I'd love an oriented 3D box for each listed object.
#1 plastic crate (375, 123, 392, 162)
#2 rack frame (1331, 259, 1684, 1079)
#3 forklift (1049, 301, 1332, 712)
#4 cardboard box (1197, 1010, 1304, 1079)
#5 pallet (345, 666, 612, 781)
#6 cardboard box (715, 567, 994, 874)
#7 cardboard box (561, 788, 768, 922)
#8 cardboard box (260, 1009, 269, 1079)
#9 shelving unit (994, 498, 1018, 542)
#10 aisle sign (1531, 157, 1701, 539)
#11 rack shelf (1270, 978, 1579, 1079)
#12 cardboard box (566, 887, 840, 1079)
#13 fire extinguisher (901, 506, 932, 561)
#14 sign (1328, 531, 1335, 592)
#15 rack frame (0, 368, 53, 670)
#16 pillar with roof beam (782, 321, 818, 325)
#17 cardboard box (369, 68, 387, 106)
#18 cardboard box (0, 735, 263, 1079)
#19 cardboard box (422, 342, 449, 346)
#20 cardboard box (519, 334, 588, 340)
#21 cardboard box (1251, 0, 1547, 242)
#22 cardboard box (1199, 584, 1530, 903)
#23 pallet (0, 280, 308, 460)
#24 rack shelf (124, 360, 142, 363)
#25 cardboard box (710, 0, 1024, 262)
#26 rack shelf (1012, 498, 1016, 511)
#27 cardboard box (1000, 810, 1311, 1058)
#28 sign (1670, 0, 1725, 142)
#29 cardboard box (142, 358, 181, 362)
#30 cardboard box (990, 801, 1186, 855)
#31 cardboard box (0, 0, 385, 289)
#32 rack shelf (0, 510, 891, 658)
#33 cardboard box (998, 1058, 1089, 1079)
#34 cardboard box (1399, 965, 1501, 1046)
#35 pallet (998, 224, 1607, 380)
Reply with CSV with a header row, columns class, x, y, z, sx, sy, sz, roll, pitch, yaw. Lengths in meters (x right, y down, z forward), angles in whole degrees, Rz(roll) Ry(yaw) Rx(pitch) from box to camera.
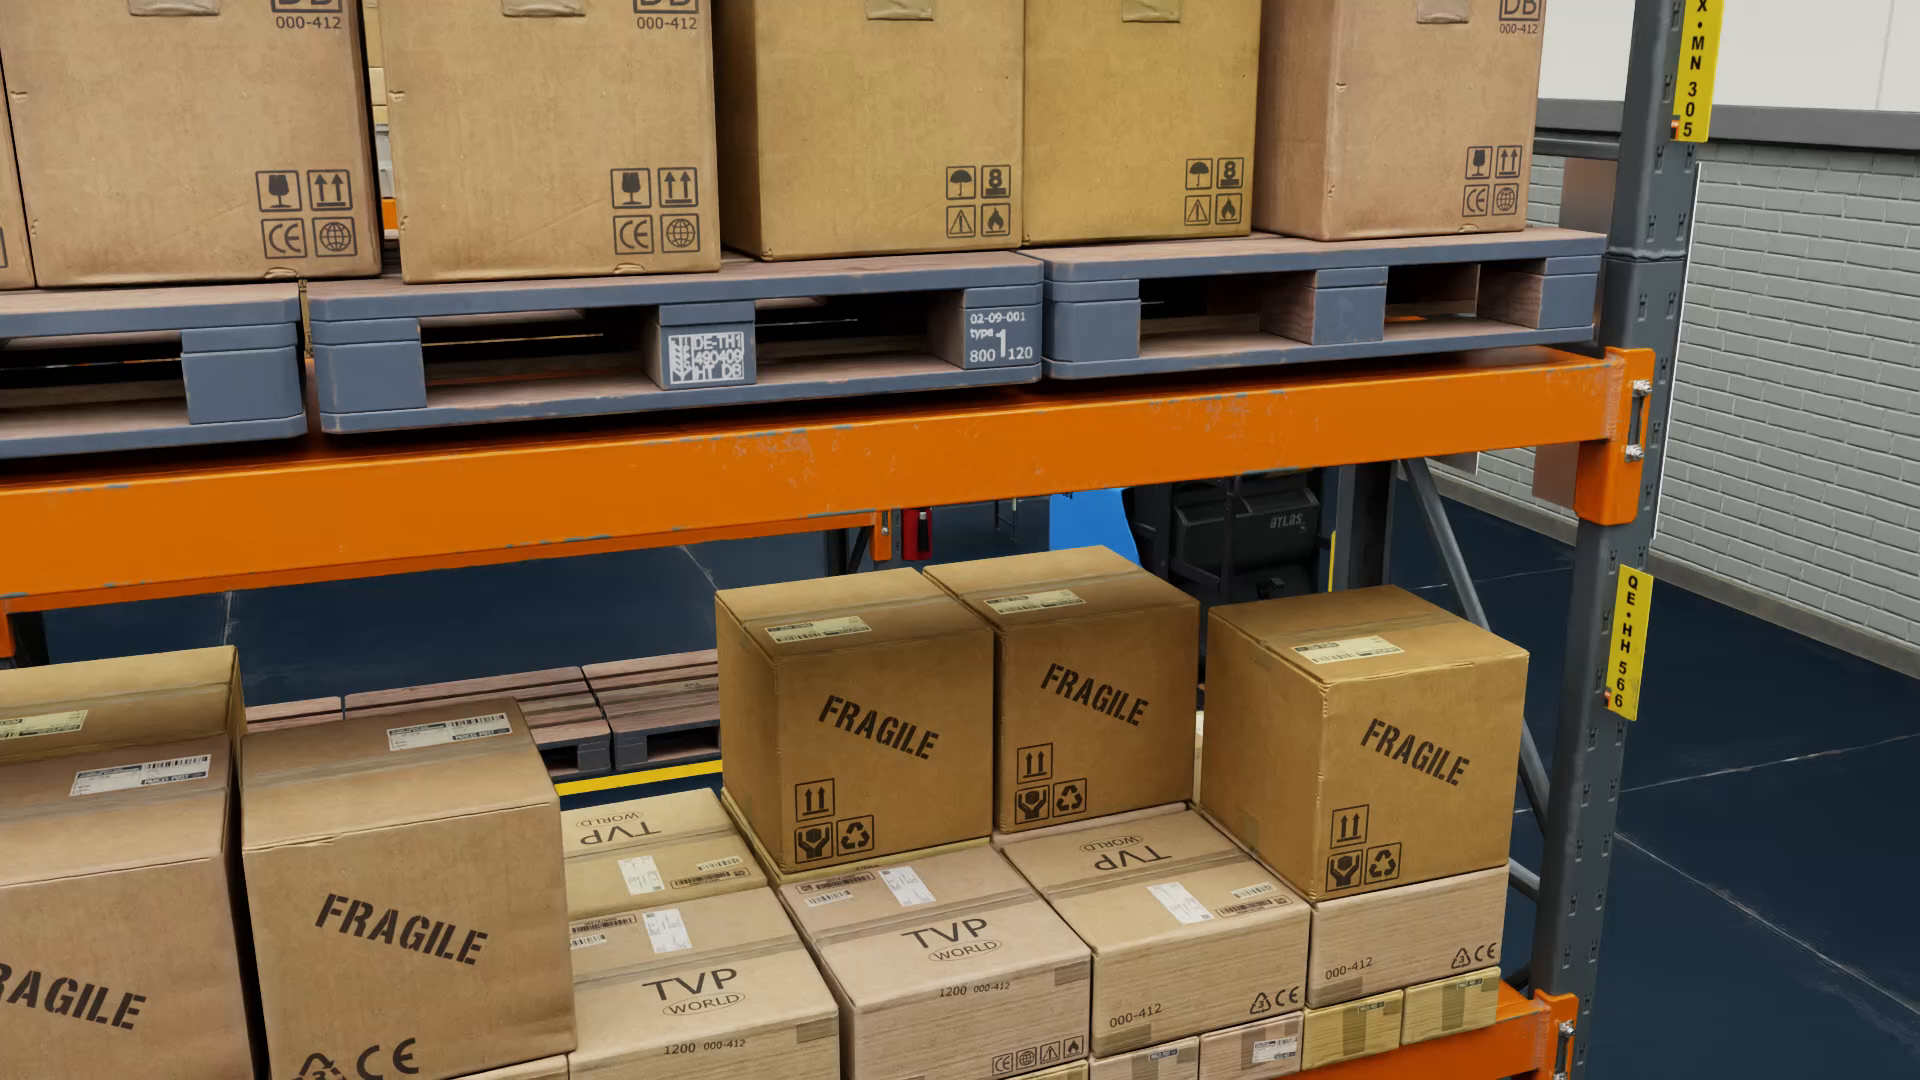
class,x,y,z,sx,sy,sz,roll,pitch,yaw
plastic crate,-2.709,-1.799,7.787,0.530,0.282,0.437,-6,17,-20
rack frame,1.243,0.744,4.240,0.127,3.000,1.000,-6,17,-20
forklift,1.681,-0.572,8.843,1.130,2.935,3.031,-9,19,-28
cardboard box,0.551,1.039,3.682,0.250,0.149,0.380,-6,17,-20
pallet,-2.450,0.974,8.407,1.213,0.211,1.003,-6,17,-20
cardboard box,-0.250,0.395,3.836,0.500,0.500,0.500,-7,18,-22
cardboard box,-0.740,0.809,3.759,0.500,0.250,0.500,-7,18,-21
cardboard box,-1.493,1.050,2.939,0.500,0.250,0.500,-6,17,-20
shelving unit,-0.006,-0.719,11.885,0.755,1.500,0.431,-6,17,-20
aisle sign,1.418,-0.431,3.630,0.004,0.787,0.394,-6,17,-20
rack shelf,-0.624,1.291,3.655,4.000,0.370,1.077,-6,17,-20
cardboard box,-0.548,0.948,3.284,0.500,0.250,0.500,-6,17,-20
fire extinguisher,-0.225,-0.238,8.386,0.183,0.674,0.296,-6,17,-20
sign,1.050,0.144,4.606,0.005,0.325,0.100,-6,17,-20
rack frame,-4.264,-0.156,7.304,0.127,3.000,1.000,-6,17,-20
pillar with roof beam,-0.322,-5.411,14.554,0.400,9.000,9.100,-6,17,-20
cardboard box,-4.086,-3.199,11.722,0.500,0.250,0.500,-6,17,-20
cardboard box,-1.490,0.688,2.838,0.500,0.500,0.500,-6,17,-20
cardboard box,-4.040,-1.641,12.185,0.500,0.500,0.500,-6,18,-21
cardboard box,-3.102,-1.740,12.524,0.500,0.500,0.500,-6,17,-20
cardboard box,0.777,-0.926,3.503,0.500,0.500,0.700,-7,18,-23
cardboard box,0.883,0.432,3.711,0.500,0.500,0.500,-6,17,-19
pallet,-1.724,-0.329,2.728,1.213,0.211,1.003,-6,17,-20
rack shelf,-4.165,-1.316,12.532,4.000,0.370,1.077,-6,17,-20
cardboard box,-0.257,-0.836,3.197,0.500,0.500,0.700,-7,18,-24
rack shelf,-0.006,-0.406,11.976,0.720,0.370,0.431,-6,17,-20
cardboard box,0.412,0.843,3.642,0.500,0.250,0.500,-6,18,-21
sign,1.425,-0.938,3.213,0.005,0.325,0.100,-6,17,-20
cardboard box,-5.460,-1.487,11.660,0.500,0.500,0.500,-6,17,-19
cardboard box,0.216,0.705,4.112,0.500,0.250,0.500,-6,18,-21
cardboard box,-1.279,-0.737,2.860,0.500,0.500,0.700,-5,17,-17
rack shelf,-2.396,-0.012,8.092,4.000,0.370,1.077,-6,17,-20
cardboard box,0.076,1.091,3.506,0.250,0.149,0.380,-7,18,-21
cardboard box,1.029,0.987,3.858,0.250,0.149,0.380,-6,17,-19
pallet,0.554,-0.575,3.566,1.213,0.211,1.003,-6,17,-20
